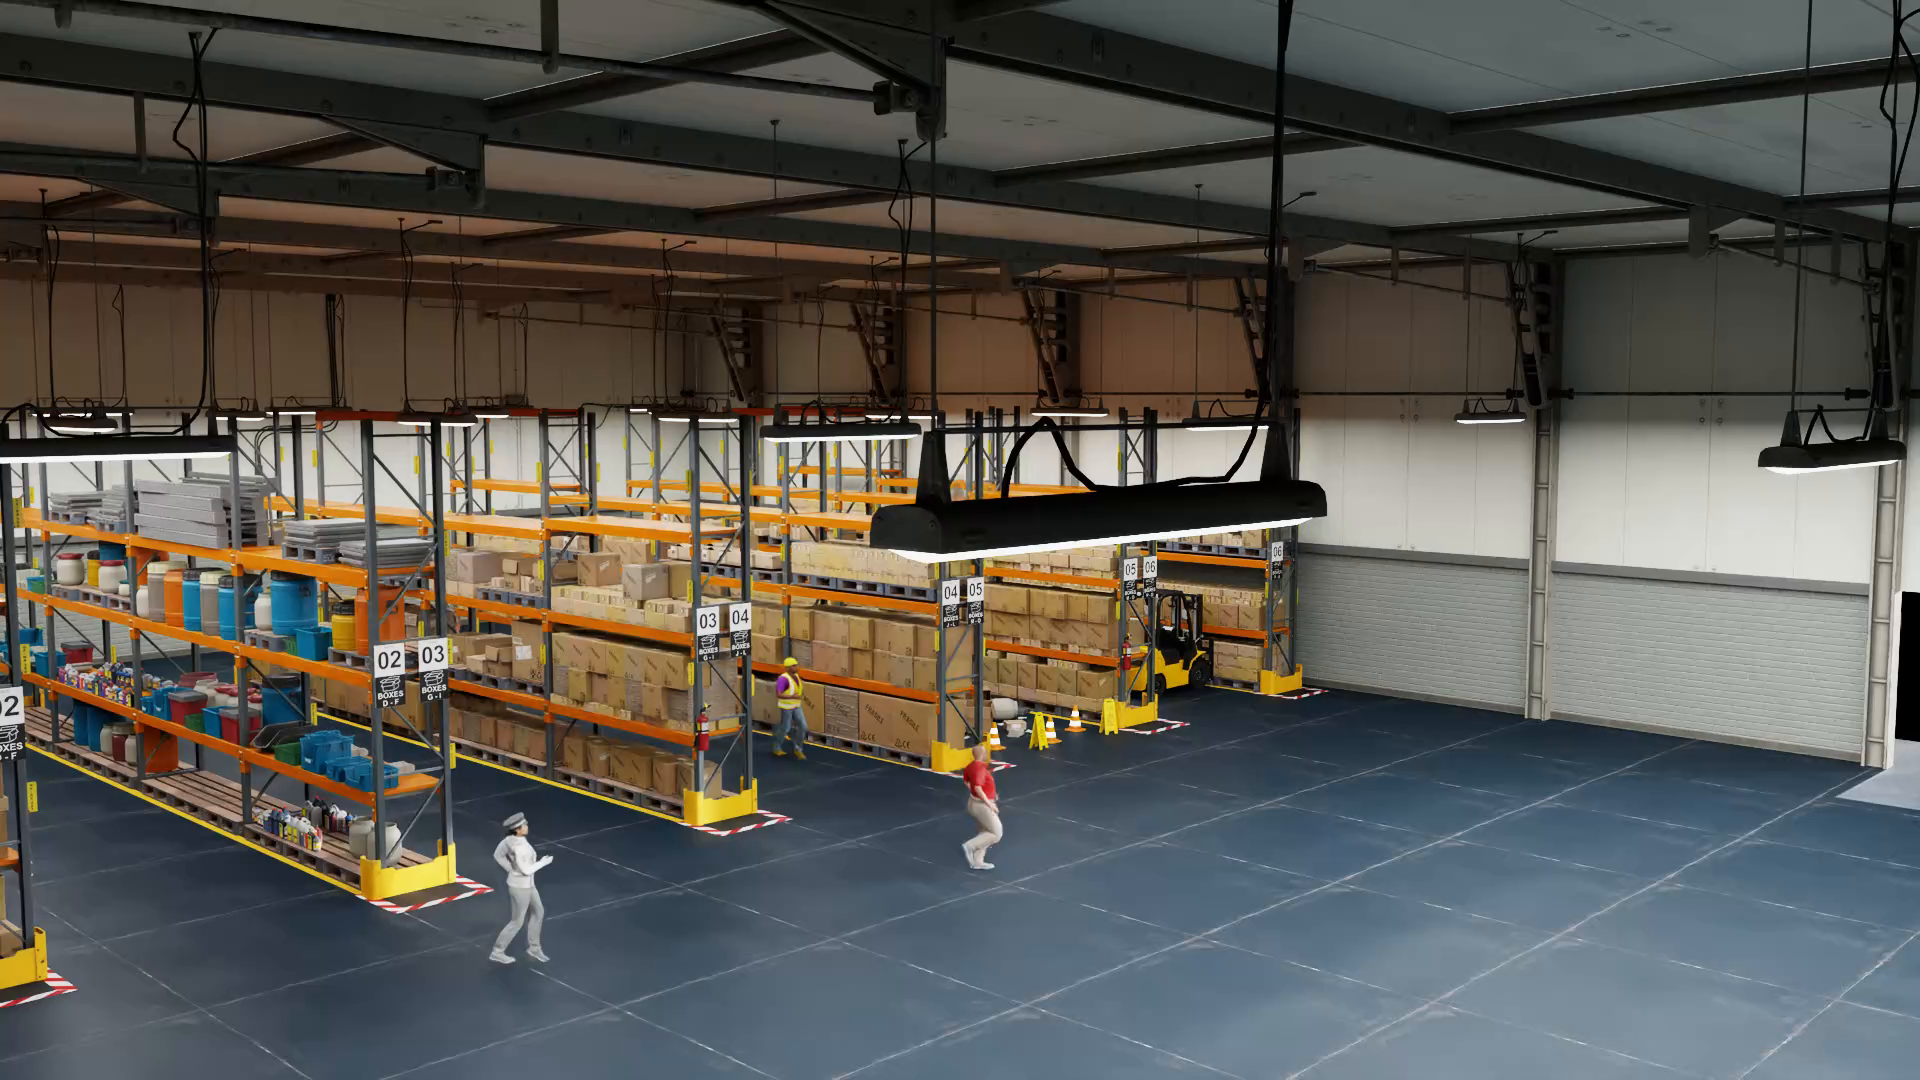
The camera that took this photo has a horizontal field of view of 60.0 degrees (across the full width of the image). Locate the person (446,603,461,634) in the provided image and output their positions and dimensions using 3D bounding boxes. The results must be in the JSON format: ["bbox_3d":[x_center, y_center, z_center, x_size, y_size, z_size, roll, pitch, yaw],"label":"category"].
[{"bbox_3d":[-11.356,2.214,36.710,0.651,1.769,0.708,-3,6,-34],"label":"person"}]

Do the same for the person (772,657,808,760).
[{"bbox_3d":[-2.932,2.929,28.668,0.759,1.824,0.680,4,6,36],"label":"person"}]

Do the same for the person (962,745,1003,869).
[{"bbox_3d":[0.273,3.550,22.038,0.599,1.673,0.675,-2,5,-20],"label":"person"}]

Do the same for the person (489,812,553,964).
[{"bbox_3d":[-4.849,3.861,18.336,0.710,1.752,0.595,-2,5,-20],"label":"person"}]
